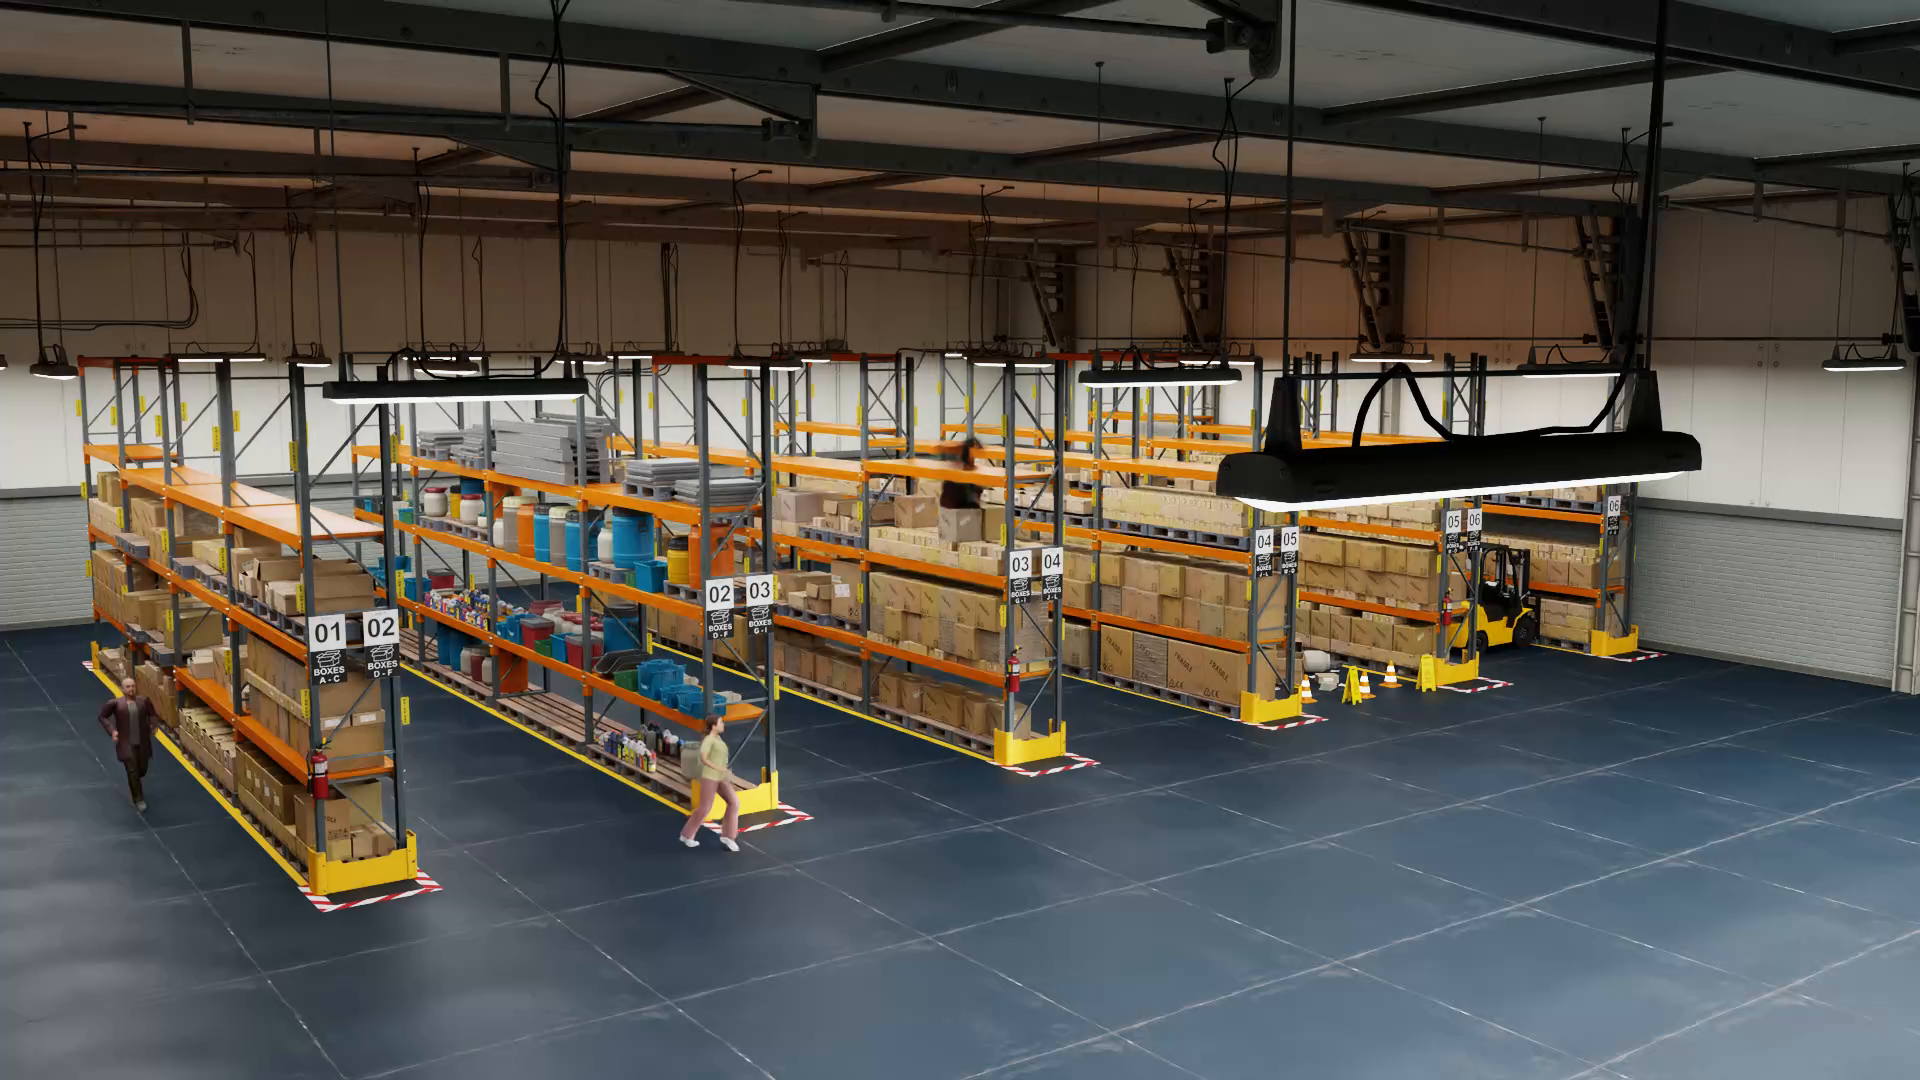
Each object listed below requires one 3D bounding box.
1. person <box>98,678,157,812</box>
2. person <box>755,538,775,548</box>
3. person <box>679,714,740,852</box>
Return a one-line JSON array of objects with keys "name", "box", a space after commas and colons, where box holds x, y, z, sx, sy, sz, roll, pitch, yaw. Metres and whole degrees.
[{"name": "person", "box": [-11.248, 2.744, 22.561, 0.711, 1.769, 0.900, -6, 9, -40]}, {"name": "person", "box": [-4.975, 0.477, 41.790, 0.577, 1.652, 1.086, 5, 9, 38]}, {"name": "person", "box": [-3.072, 3.007, 20.745, 0.767, 1.687, 0.646, 2, 7, 14]}]
